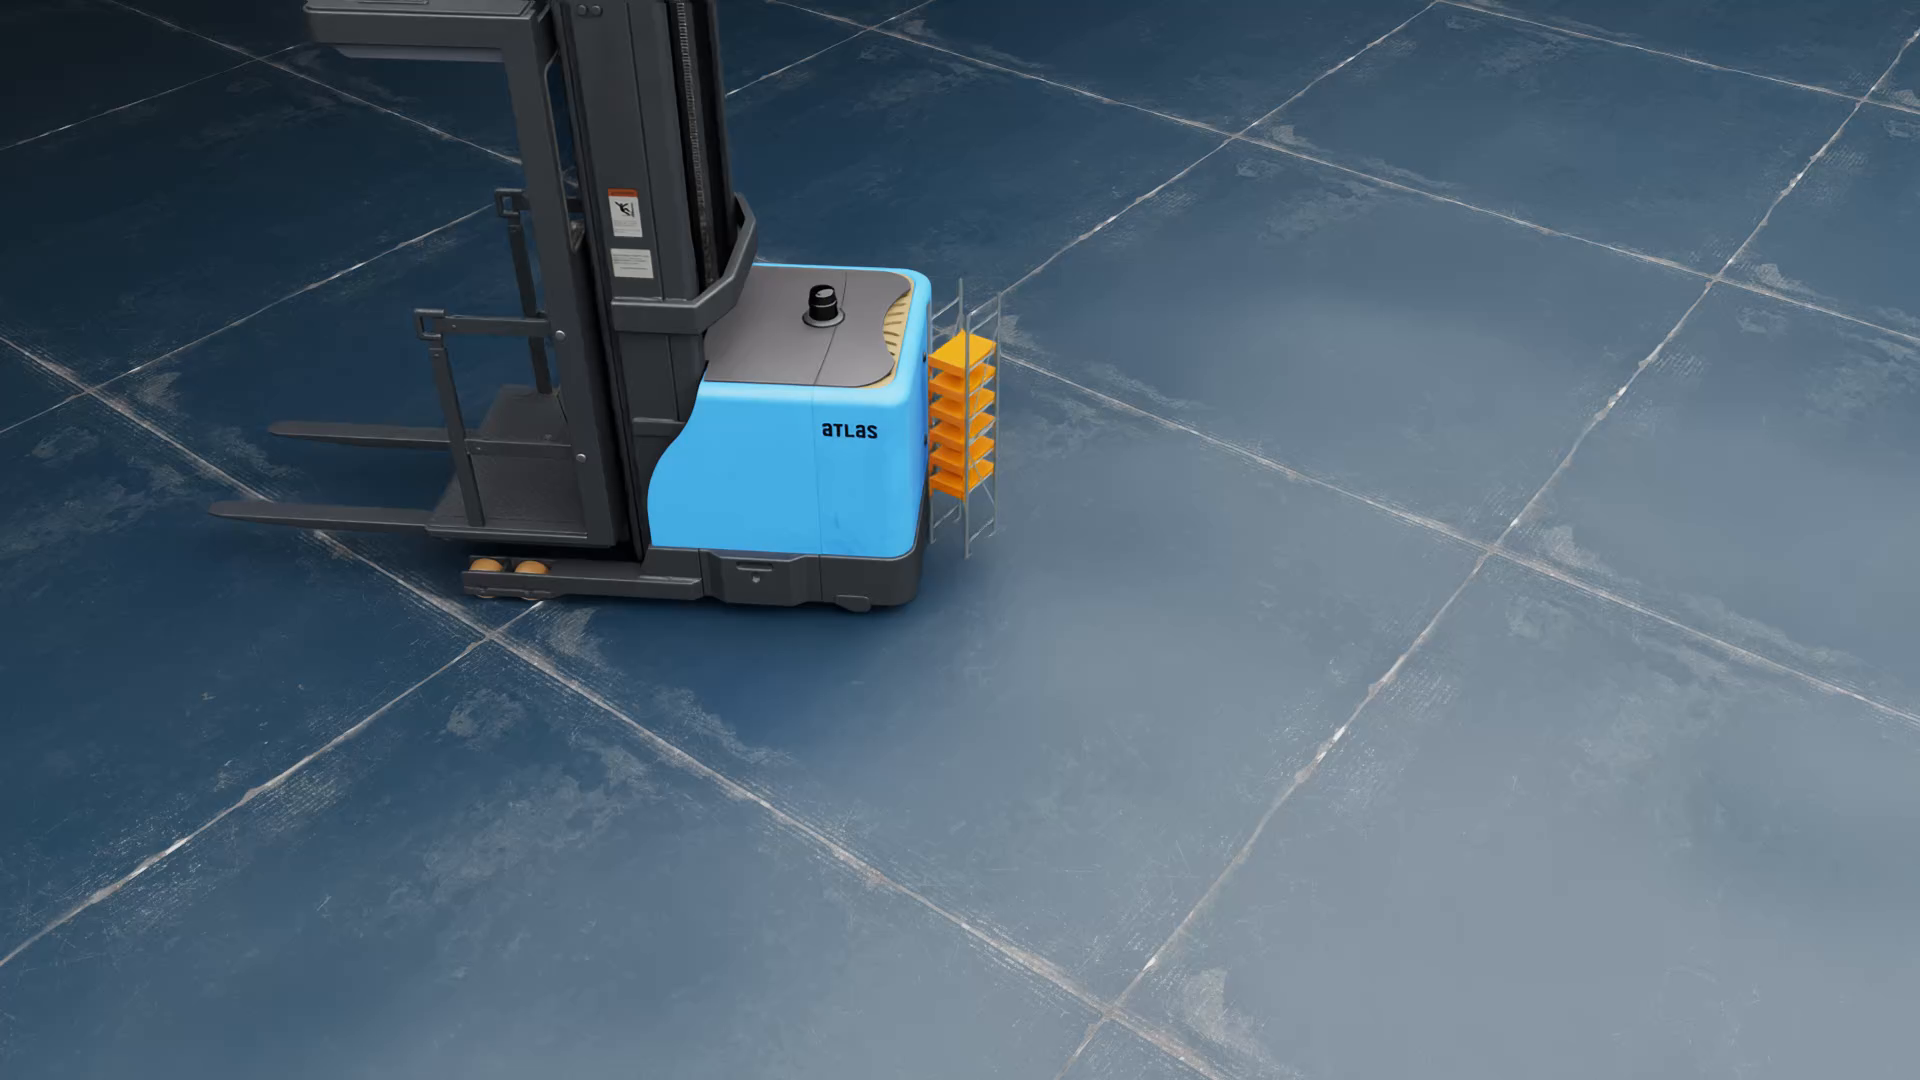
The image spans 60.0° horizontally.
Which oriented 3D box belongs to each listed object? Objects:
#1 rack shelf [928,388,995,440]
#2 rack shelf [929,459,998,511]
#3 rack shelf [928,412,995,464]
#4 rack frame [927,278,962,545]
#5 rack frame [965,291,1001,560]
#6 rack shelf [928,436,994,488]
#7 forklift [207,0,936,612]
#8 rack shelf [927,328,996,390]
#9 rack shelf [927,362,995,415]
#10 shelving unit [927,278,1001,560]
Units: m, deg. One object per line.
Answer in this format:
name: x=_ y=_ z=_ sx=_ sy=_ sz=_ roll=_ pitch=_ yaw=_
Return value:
rack shelf: x=0.015 y=-0.540 z=6.843 sx=0.180 sy=0.103 sz=0.258 roll=23 pitch=43 yaw=26
rack shelf: x=0.014 y=-0.256 z=7.064 sx=0.180 sy=0.103 sz=0.258 roll=23 pitch=43 yaw=26
rack shelf: x=0.015 y=-0.445 z=6.916 sx=0.180 sy=0.103 sz=0.258 roll=23 pitch=43 yaw=26
rack frame: x=-0.061 y=-0.512 z=6.929 sx=0.006 sy=1.200 sz=0.240 roll=23 pitch=43 yaw=26
rack frame: x=0.090 y=-0.448 z=6.849 sx=0.006 sy=1.200 sz=0.240 roll=23 pitch=43 yaw=26
rack shelf: x=0.014 y=-0.350 z=6.990 sx=0.180 sy=0.103 sz=0.258 roll=23 pitch=43 yaw=26
forklift: x=-1.652 y=-1.223 z=6.434 sx=3.031 sy=2.935 sz=1.130 roll=3 pitch=38 yaw=4
rack shelf: x=0.015 y=-0.729 z=6.695 sx=0.180 sy=0.103 sz=0.258 roll=23 pitch=43 yaw=26
rack shelf: x=0.015 y=-0.634 z=6.769 sx=0.180 sy=0.103 sz=0.258 roll=23 pitch=43 yaw=26
shelving unit: x=0.015 y=-0.480 z=6.889 sx=0.189 sy=1.200 sz=0.258 roll=23 pitch=43 yaw=26
